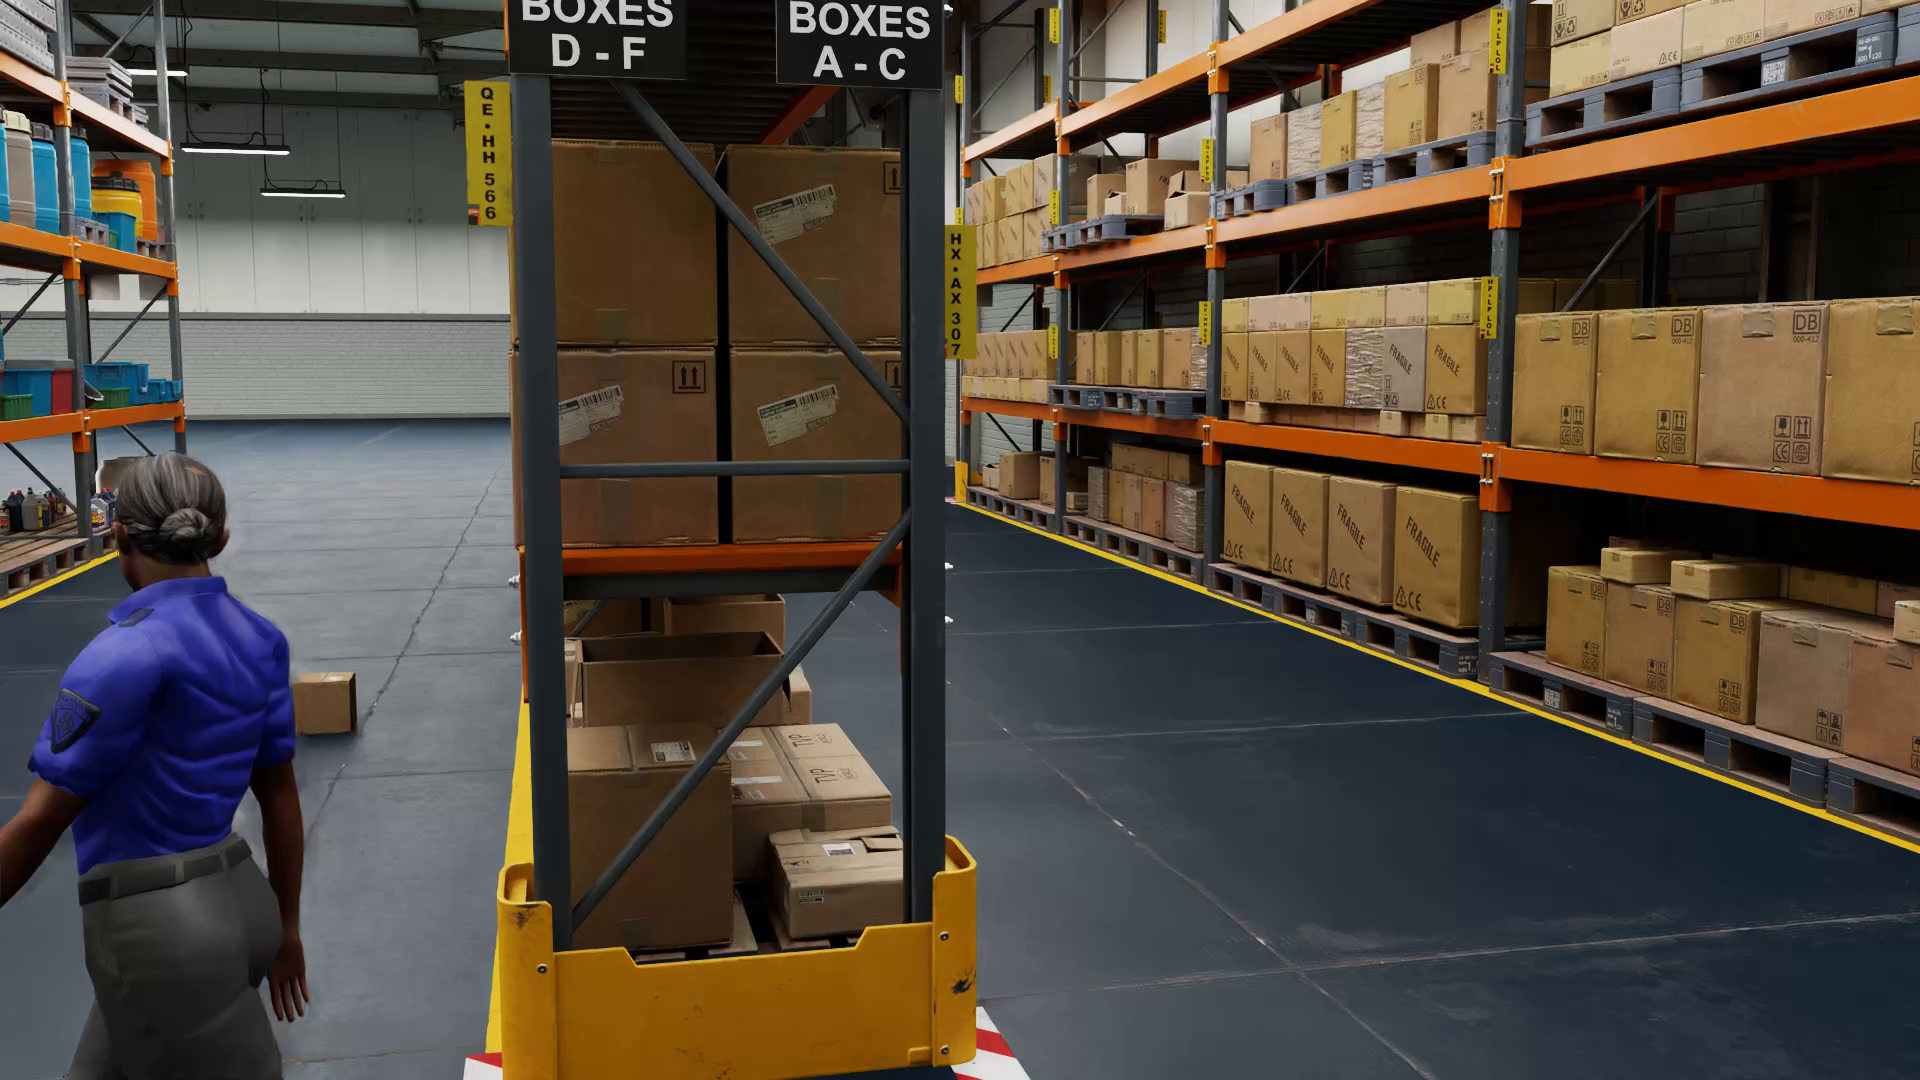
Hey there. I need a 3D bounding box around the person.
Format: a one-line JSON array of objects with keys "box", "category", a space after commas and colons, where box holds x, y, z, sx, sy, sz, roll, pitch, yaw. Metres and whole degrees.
[{"box": [-1.240, 0.636, 2.732, 0.865, 1.552, 0.480, 0, 6, 2], "category": "person"}]
